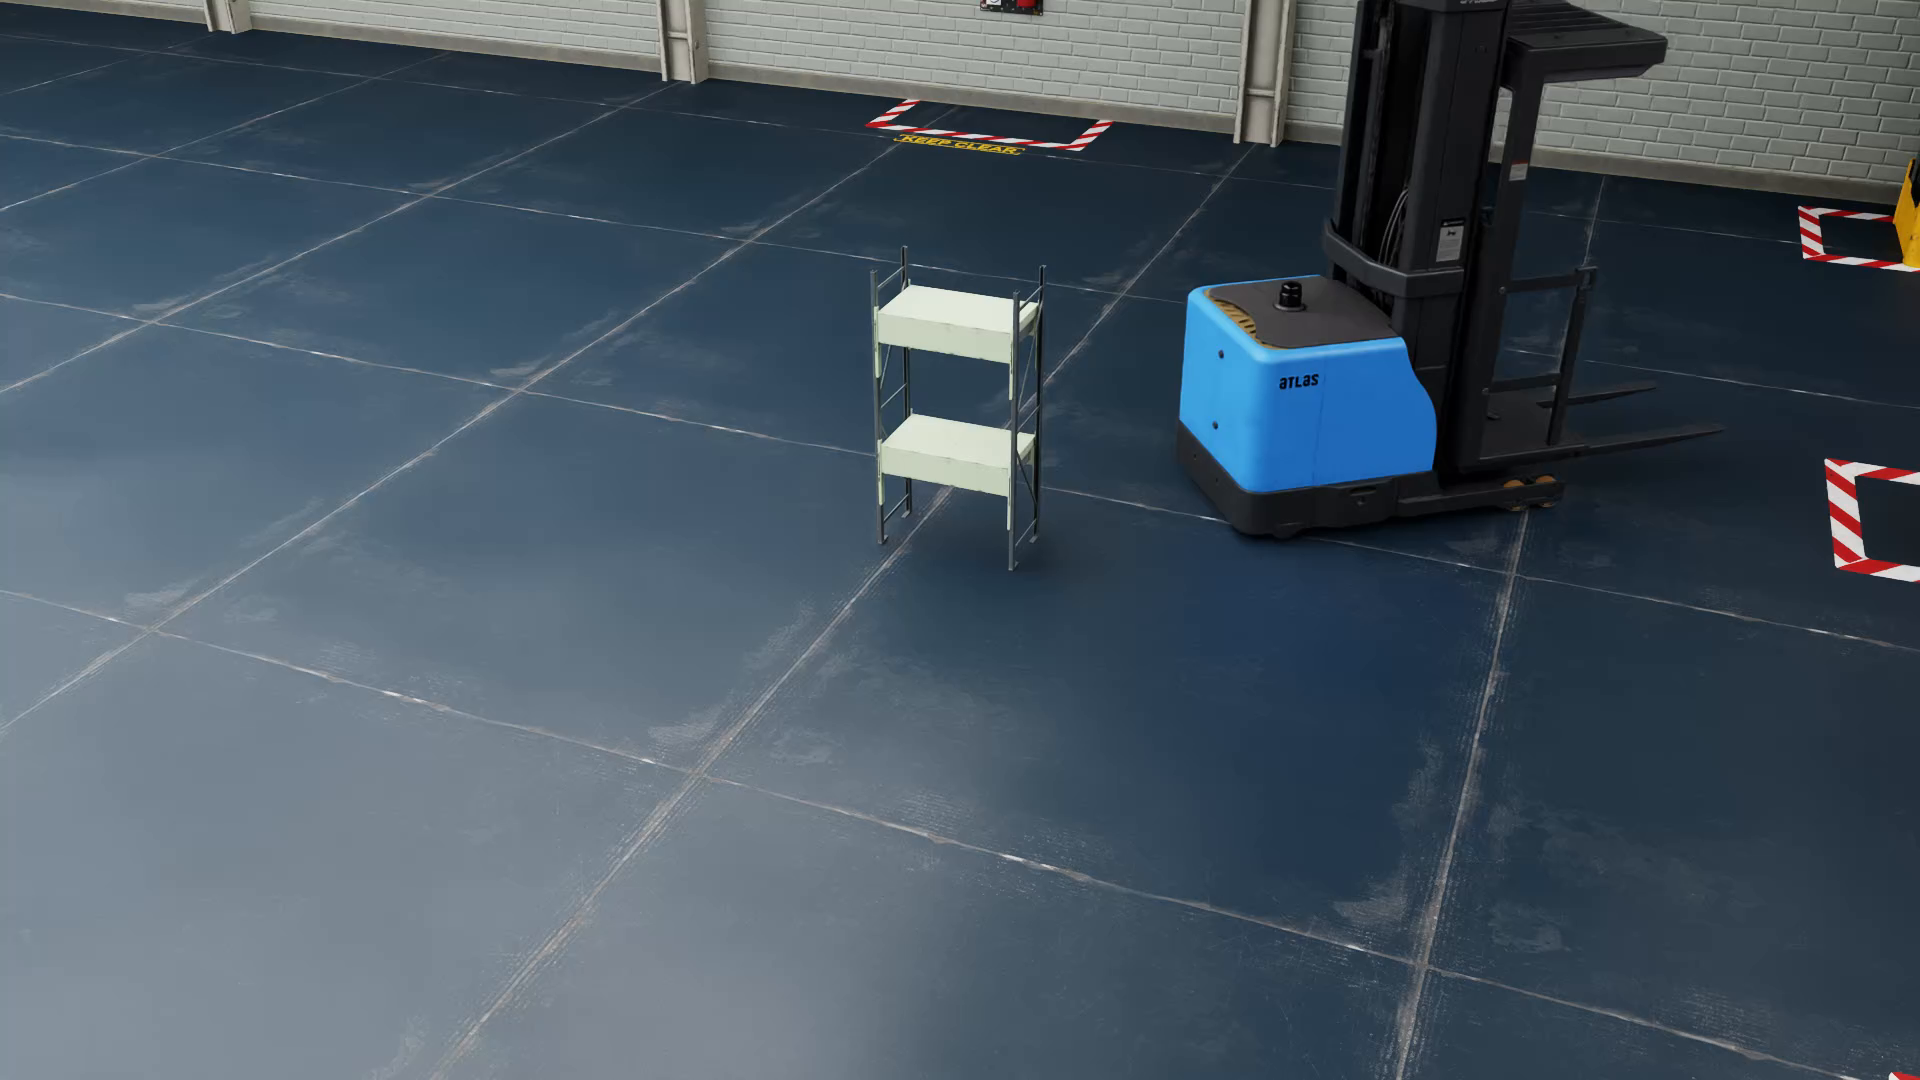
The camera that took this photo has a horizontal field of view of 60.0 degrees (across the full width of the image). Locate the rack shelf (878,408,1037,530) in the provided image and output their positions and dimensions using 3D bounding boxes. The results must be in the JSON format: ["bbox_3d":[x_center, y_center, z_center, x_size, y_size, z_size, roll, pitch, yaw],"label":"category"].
[{"bbox_3d":[-0.006,-0.370,8.544,0.720,0.370,0.431,11,31,19],"label":"rack shelf"}]

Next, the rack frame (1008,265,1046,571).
[{"bbox_3d":[0.333,-0.586,8.263,0.023,1.500,0.400,11,31,19],"label":"rack frame"}]

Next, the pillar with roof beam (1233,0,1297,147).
[{"bbox_3d":[1.114,-5.611,9.531,0.400,9.000,9.100,11,31,19],"label":"pillar with roof beam"}]

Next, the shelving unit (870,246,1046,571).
[{"bbox_3d":[-0.006,-0.654,8.383,0.755,1.500,0.431,11,31,19],"label":"shelving unit"}]

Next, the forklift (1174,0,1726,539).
[{"bbox_3d":[2.791,-1.673,8.732,3.031,2.935,1.130,-8,30,-13],"label":"forklift"}]

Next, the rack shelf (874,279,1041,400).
[{"bbox_3d":[-0.006,-0.994,8.191,0.720,0.370,0.431,11,31,19],"label":"rack shelf"}]

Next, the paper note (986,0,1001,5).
[{"bbox_3d":[0.318,-5.117,15.650,0.142,0.148,0.016,11,31,19],"label":"paper note"}]

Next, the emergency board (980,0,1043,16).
[{"bbox_3d":[0.457,-5.437,15.320,0.643,1.169,0.194,11,31,19],"label":"emergency board"}]

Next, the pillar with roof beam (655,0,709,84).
[{"bbox_3d":[-4.446,-6.721,11.495,0.400,9.000,9.100,11,31,19],"label":"pillar with roof beam"}]

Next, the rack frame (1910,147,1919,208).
[{"bbox_3d":[7.318,-3.587,12.048,0.127,3.000,1.000,11,31,19],"label":"rack frame"}]

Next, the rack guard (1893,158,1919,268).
[{"bbox_3d":[7.388,-2.485,12.638,0.348,0.500,1.175,11,31,19],"label":"rack guard"}]

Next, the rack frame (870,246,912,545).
[{"bbox_3d":[-0.345,-0.722,8.503,0.023,1.500,0.400,11,31,19],"label":"rack frame"}]

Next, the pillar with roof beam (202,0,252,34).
[{"bbox_3d":[-10.006,-7.831,13.459,0.400,9.000,9.100,11,31,19],"label":"pillar with roof beam"}]
